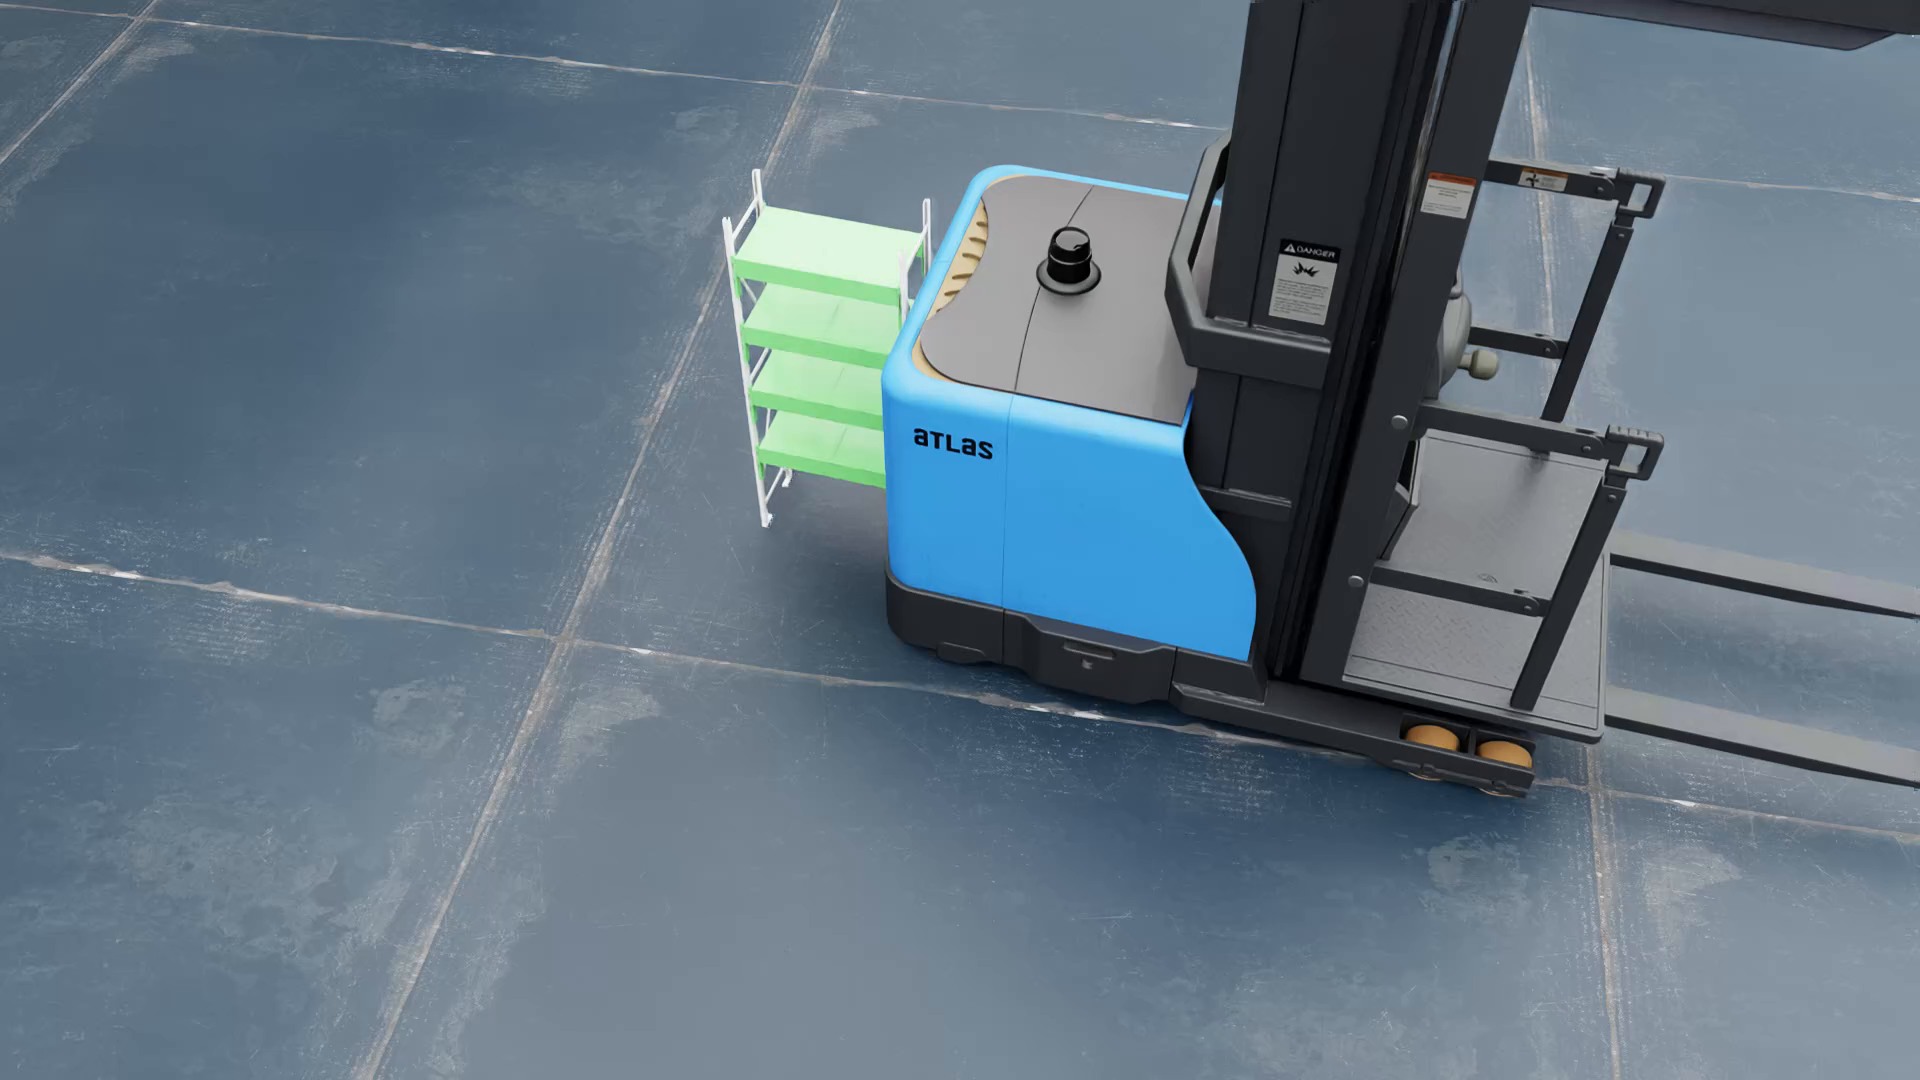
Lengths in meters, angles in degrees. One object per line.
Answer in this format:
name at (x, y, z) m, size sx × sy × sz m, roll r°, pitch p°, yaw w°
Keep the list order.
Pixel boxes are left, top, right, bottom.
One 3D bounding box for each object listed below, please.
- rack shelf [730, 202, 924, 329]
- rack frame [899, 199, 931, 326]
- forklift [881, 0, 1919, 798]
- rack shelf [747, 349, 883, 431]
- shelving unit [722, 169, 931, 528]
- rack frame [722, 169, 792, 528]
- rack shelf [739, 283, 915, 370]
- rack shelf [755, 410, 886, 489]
rack shelf at (-0.354, -0.755, 4.563) m, size 0.480 × 0.148 × 0.258 m, roll 12°, pitch 49°, yaw 11°
rack frame at (-0.119, -0.427, 4.827) m, size 0.015 × 1.200 × 0.240 m, roll 12°, pitch 49°, yaw 11°
forklift at (1.359, -0.712, 3.920) m, size 3.031 × 2.935 × 1.130 m, roll 12°, pitch 49°, yaw 11°
rack shelf at (-0.354, -0.435, 4.920) m, size 0.480 × 0.148 × 0.258 m, roll 12°, pitch 49°, yaw 11°
shelving unit at (-0.354, -0.477, 4.872) m, size 0.503 × 1.200 × 0.258 m, roll 12°, pitch 49°, yaw 11°
rack frame at (-0.588, -0.527, 4.917) m, size 0.015 × 1.200 × 0.240 m, roll 12°, pitch 49°, yaw 11°
rack shelf at (-0.354, -0.595, 4.741) m, size 0.480 × 0.148 × 0.258 m, roll 12°, pitch 49°, yaw 11°
rack shelf at (-0.354, -0.274, 5.098) m, size 0.480 × 0.148 × 0.258 m, roll 12°, pitch 49°, yaw 11°
